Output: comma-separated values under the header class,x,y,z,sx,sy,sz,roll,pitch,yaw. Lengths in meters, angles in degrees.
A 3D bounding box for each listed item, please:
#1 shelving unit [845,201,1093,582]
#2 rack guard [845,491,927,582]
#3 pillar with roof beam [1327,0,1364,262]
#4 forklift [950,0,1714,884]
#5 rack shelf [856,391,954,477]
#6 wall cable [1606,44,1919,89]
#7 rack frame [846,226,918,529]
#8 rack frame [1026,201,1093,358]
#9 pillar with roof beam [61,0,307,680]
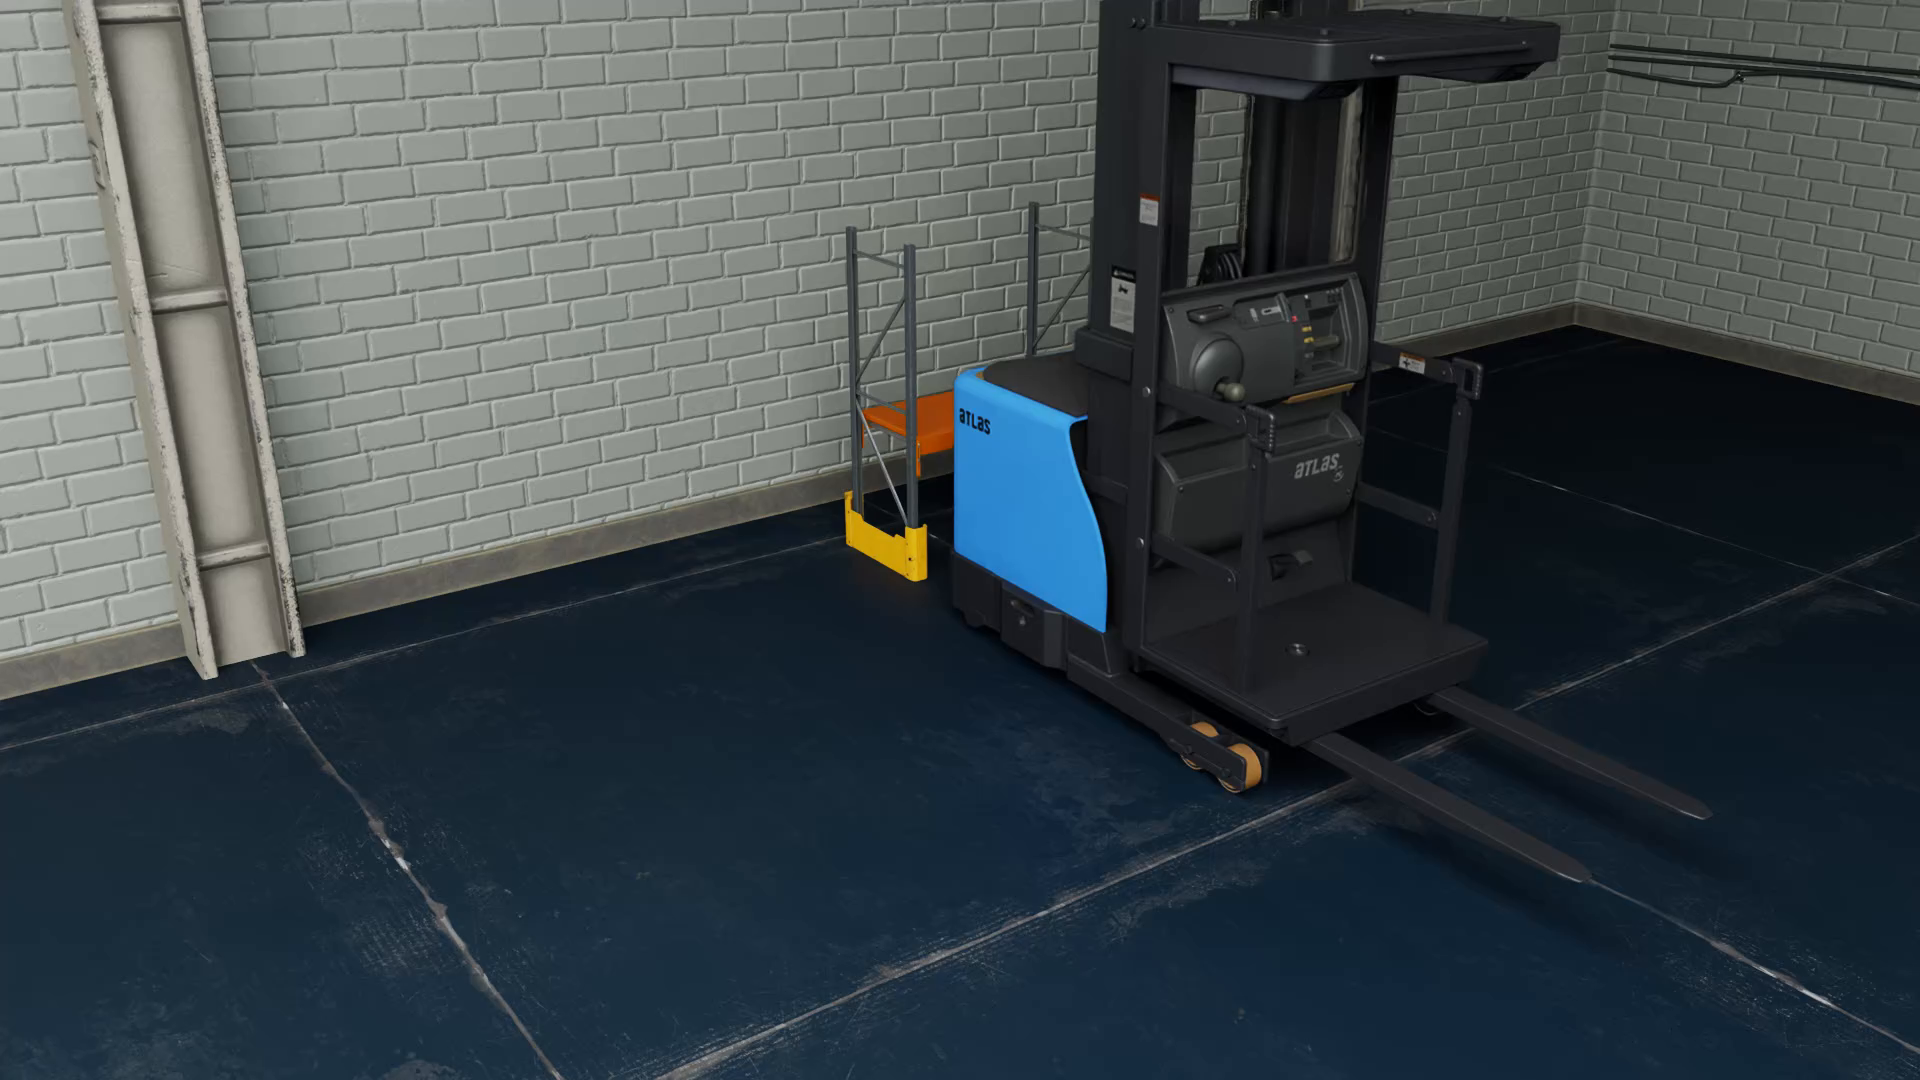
class,x,y,z,sx,sy,sz,roll,pitch,yaw
shelving unit,0.062,-0.713,7.660,1.083,1.500,0.587,-15,26,-33
rack guard,-0.342,-0.025,7.621,0.087,0.250,0.587,-15,26,-33
pillar with roof beam,4.490,-3.723,5.084,0.400,9.000,9.100,-15,26,-33
forklift,1.209,-0.695,5.683,1.130,2.935,3.031,-14,26,-32
rack shelf,0.069,-0.548,7.731,1.000,0.185,0.538,-15,26,-33
wall cable,5.139,-3.816,9.507,0.112,2.526,3.097,-15,26,-33
rack frame,-0.343,-0.605,7.389,0.032,1.500,0.500,-15,26,-33
rack frame,0.482,-0.825,7.940,0.032,1.500,0.500,-15,26,-33
pillar with roof beam,-0.381,-2.424,1.830,0.400,9.000,9.100,-15,26,-33
